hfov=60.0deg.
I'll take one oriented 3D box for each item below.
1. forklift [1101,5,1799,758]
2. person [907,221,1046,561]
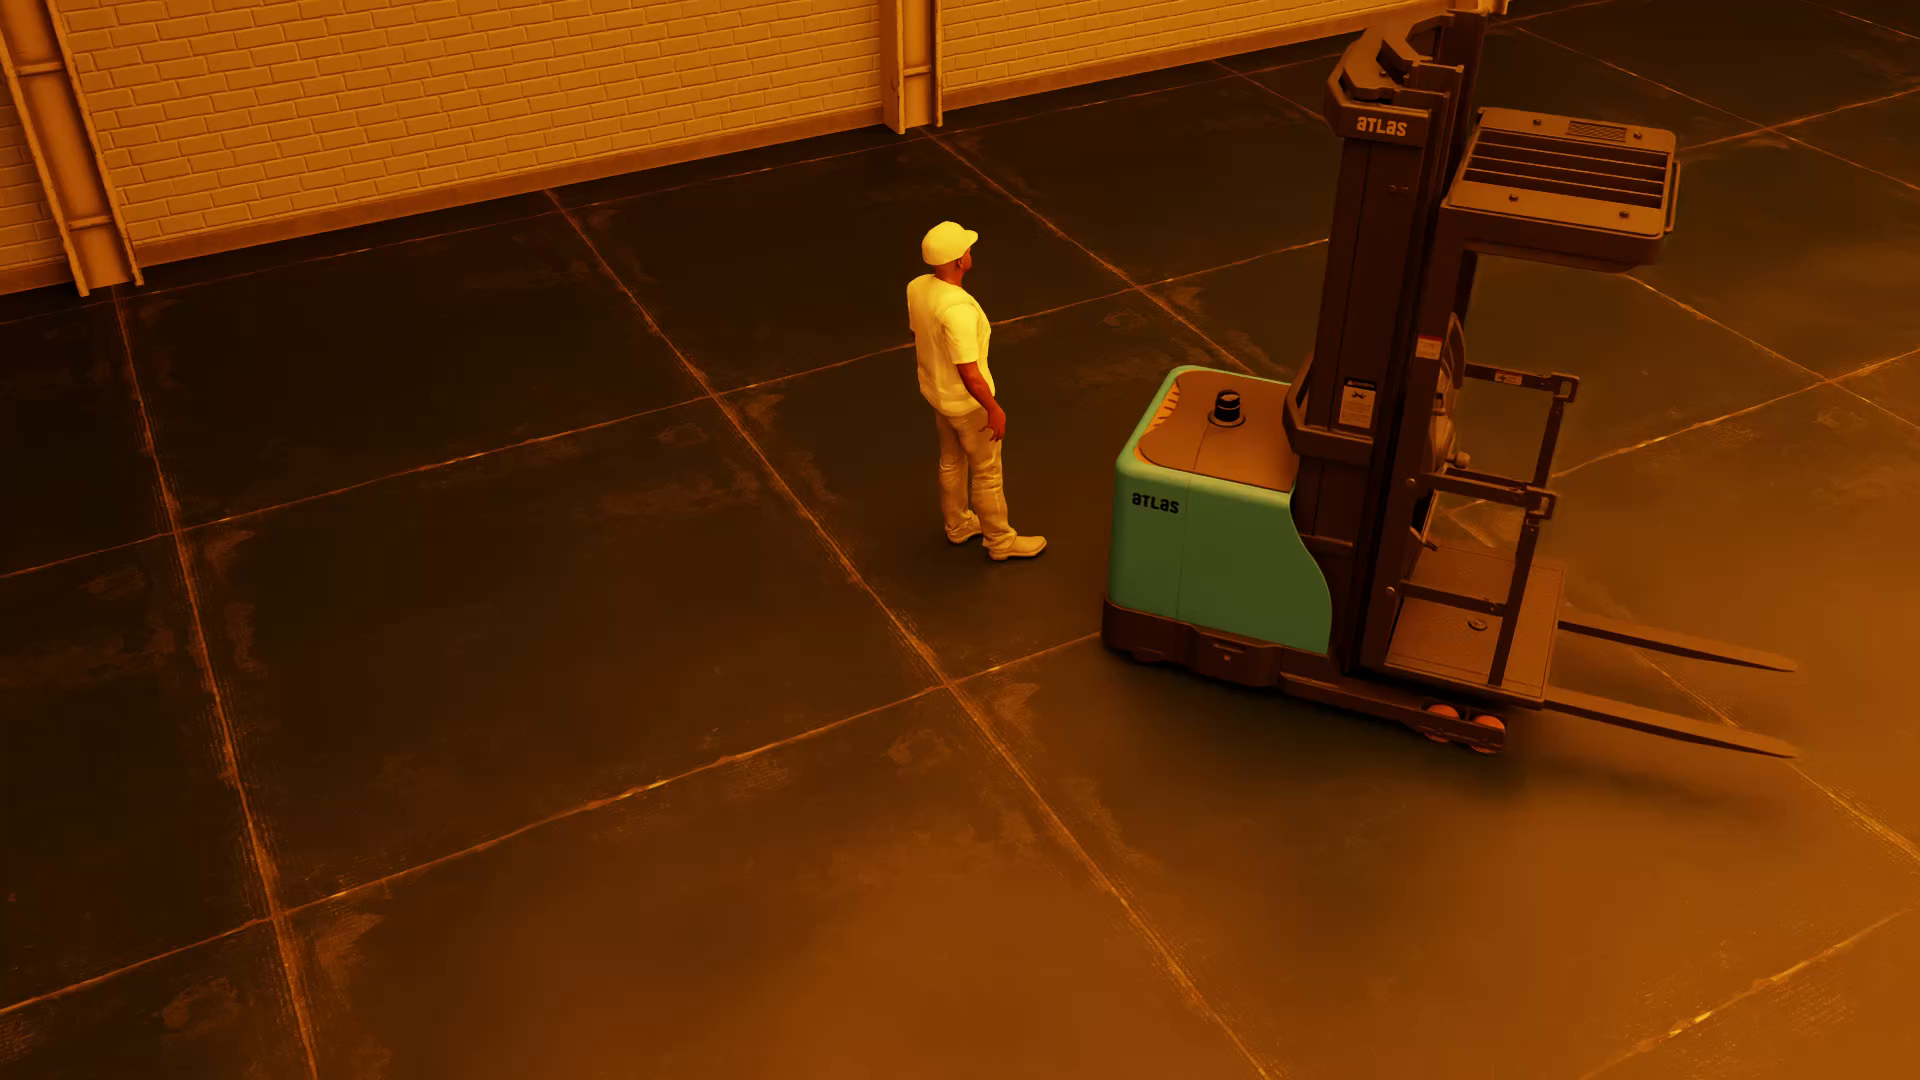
[{"bbox_3d":[2.241,-0.607,6.981,3.031,2.935,1.130,13,37,18],"label":"forklift"},{"bbox_3d":[0.064,-0.743,8.170,0.577,1.765,0.665,-17,39,-23],"label":"person"}]
